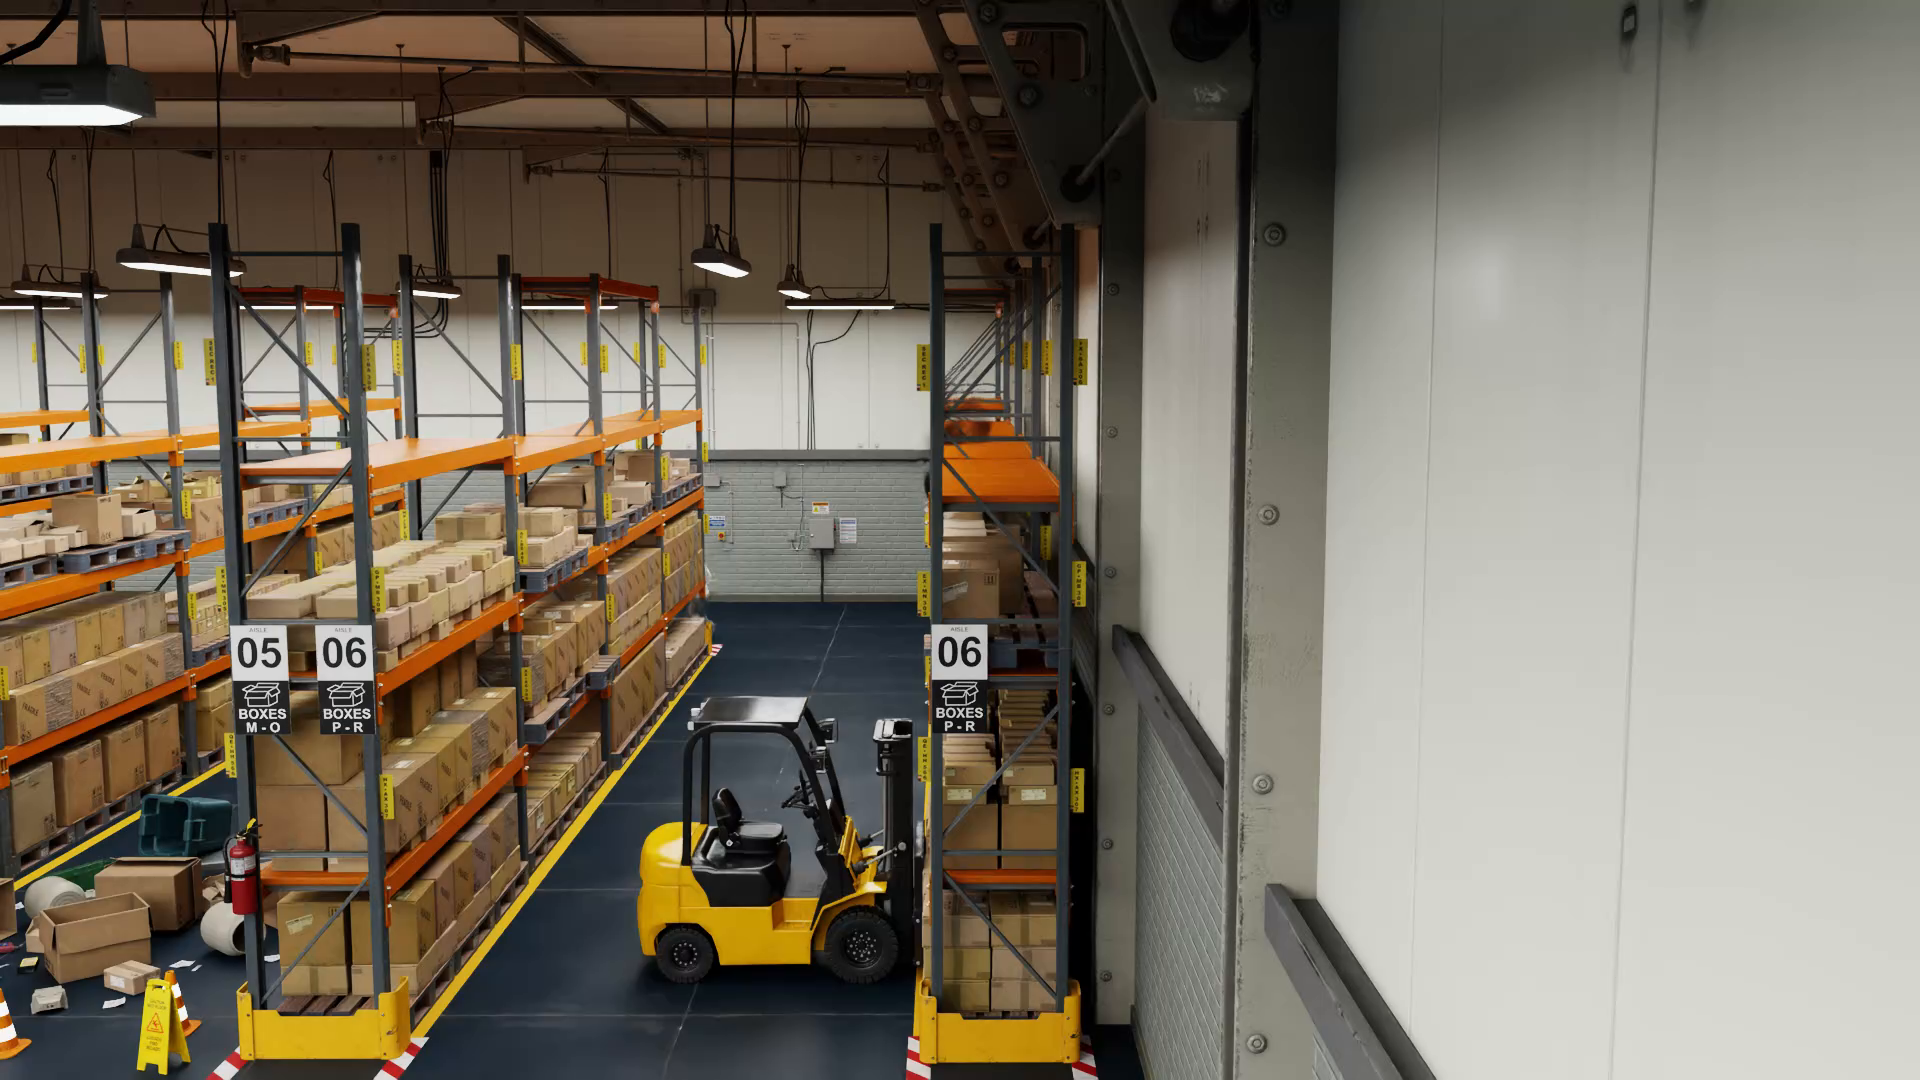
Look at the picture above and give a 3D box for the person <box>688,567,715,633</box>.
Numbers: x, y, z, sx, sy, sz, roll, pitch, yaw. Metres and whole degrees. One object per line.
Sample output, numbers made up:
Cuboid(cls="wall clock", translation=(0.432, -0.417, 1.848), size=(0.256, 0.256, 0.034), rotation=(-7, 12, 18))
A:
Cuboid(cls="person", translation=(-4.599, 0.980, 29.246), size=(0.513, 1.602, 0.697), rotation=(4, 8, 30))
